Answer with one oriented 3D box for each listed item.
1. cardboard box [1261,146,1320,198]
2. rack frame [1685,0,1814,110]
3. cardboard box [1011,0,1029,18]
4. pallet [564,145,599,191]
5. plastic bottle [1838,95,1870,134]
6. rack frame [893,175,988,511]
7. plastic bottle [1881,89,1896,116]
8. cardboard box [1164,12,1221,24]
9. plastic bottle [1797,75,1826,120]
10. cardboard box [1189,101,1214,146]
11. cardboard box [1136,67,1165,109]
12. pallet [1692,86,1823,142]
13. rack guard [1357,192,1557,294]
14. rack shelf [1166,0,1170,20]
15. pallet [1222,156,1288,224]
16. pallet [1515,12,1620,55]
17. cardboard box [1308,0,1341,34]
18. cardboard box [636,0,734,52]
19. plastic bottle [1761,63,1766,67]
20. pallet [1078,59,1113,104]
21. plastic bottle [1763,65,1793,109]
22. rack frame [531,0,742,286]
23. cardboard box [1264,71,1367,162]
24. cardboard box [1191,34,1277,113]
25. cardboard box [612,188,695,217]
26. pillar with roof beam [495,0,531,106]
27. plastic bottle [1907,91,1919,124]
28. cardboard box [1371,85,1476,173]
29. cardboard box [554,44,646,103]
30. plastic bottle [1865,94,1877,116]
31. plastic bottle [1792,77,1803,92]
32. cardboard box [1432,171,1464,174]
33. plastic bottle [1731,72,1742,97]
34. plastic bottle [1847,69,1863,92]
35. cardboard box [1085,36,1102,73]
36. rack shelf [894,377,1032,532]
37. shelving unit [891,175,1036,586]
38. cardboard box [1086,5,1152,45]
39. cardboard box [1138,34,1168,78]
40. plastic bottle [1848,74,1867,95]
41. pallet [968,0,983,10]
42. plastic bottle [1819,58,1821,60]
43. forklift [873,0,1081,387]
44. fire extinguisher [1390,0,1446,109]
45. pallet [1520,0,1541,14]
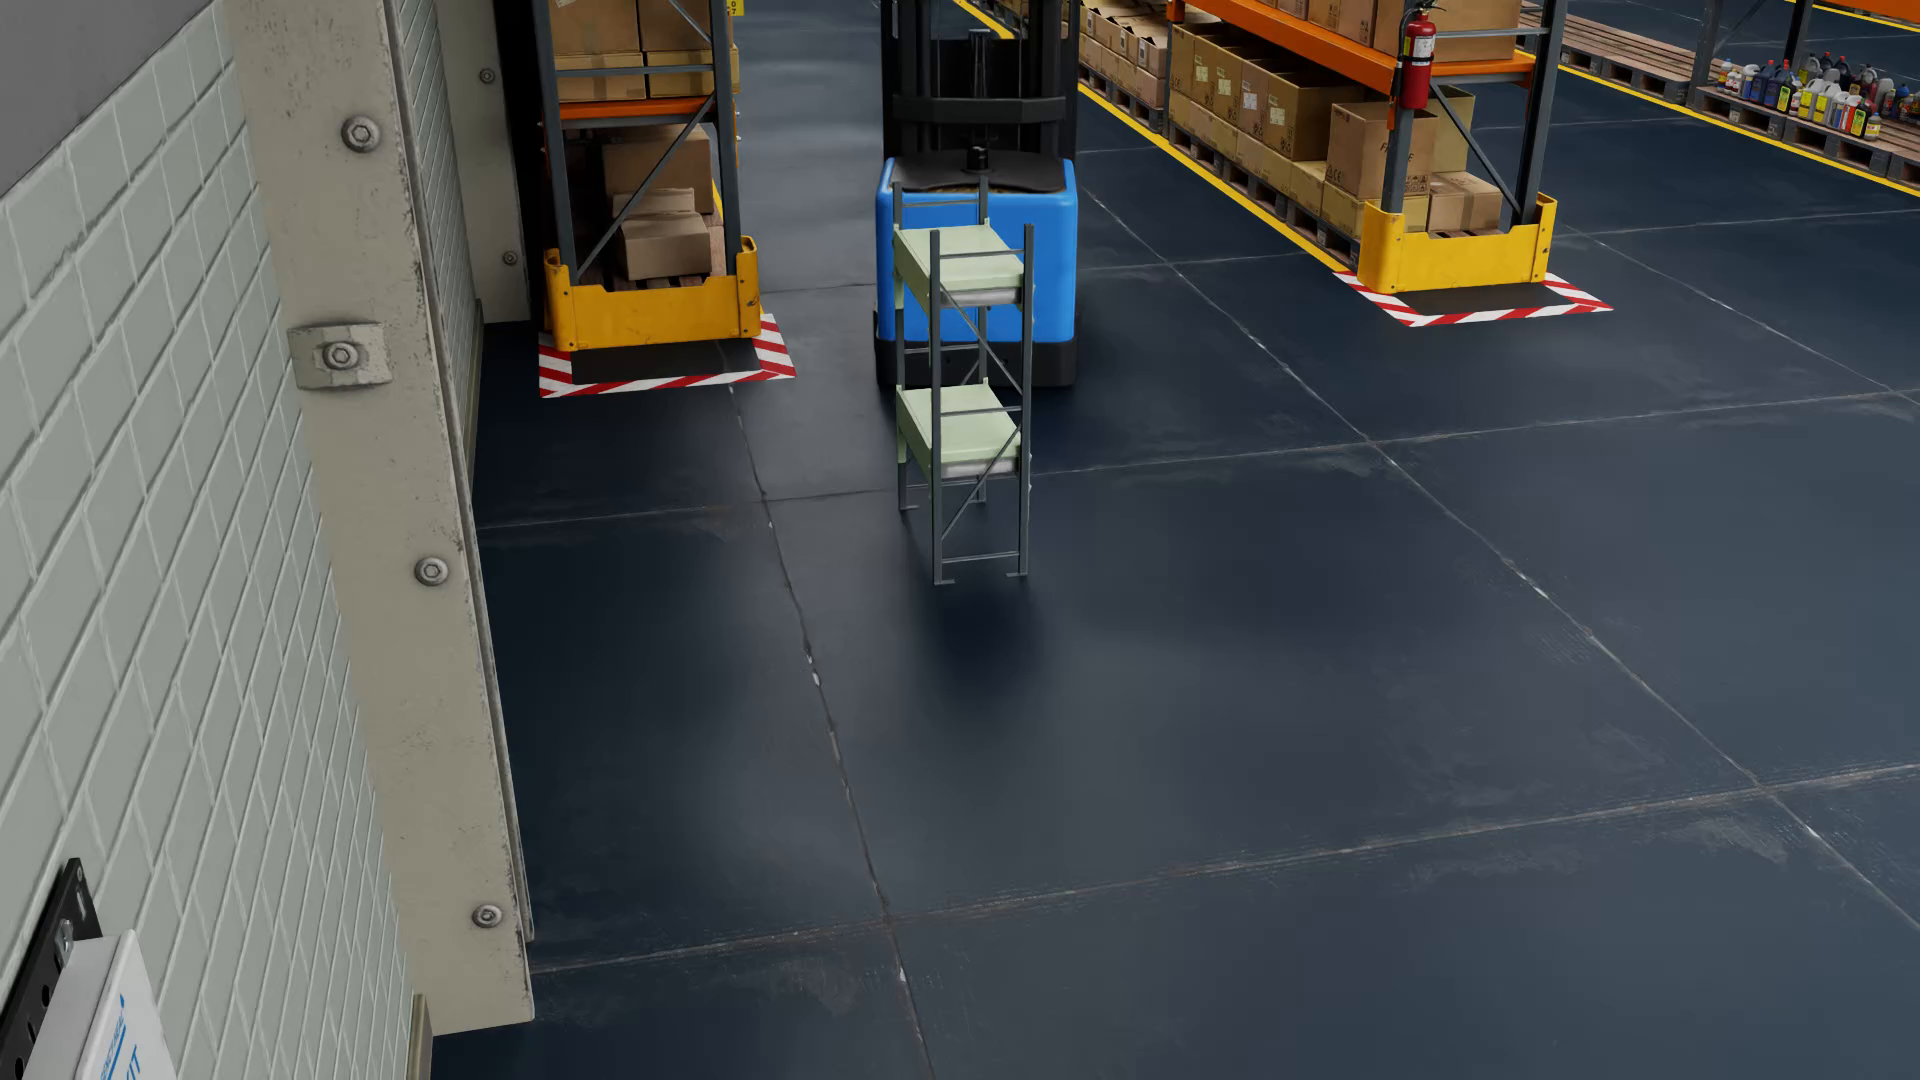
[{"bbox_3d":[2.450,-2.601,11.660,0.500,0.250,0.500,-6,27,-12],"label":"cardboard box"},{"bbox_3d":[7.023,-5.256,14.334,1.000,3.000,0.127,-6,27,-12],"label":"rack frame"},{"bbox_3d":[0.855,-5.978,18.050,0.500,0.500,0.500,-5,27,-10],"label":"cardboard box"},{"bbox_3d":[-2.443,-2.713,12.392,1.003,0.211,1.213,-6,27,-12],"label":"pallet"},{"bbox_3d":[7.053,-3.355,13.103,0.152,0.276,0.135,-6,27,-11],"label":"plastic bottle"},{"bbox_3d":[-0.081,-0.827,7.225,0.400,1.500,0.023,-6,27,-12],"label":"rack frame"},{"bbox_3d":[7.651,-3.602,13.676,0.097,0.201,0.097,0,27,0],"label":"plastic bottle"},{"bbox_3d":[2.120,-4.619,15.035,0.500,0.311,0.500,-7,28,-13],"label":"cardboard box"},{"bbox_3d":[6.939,-3.603,13.512,0.144,0.351,0.185,-6,27,-12],"label":"plastic bottle"},{"bbox_3d":[2.113,-3.260,12.965,0.500,0.250,0.500,-6,27,-12],"label":"cardboard box"},{"bbox_3d":[1.820,-3.867,14.168,0.500,0.250,0.500,-6,27,-12],"label":"cardboard box"},{"bbox_3d":[7.134,-3.712,14.369,1.003,0.211,1.213,-6,27,-12],"label":"pallet"},{"bbox_3d":[3.103,-1.872,10.404,1.175,0.500,0.348,-6,27,-12],"label":"rack guard"},{"bbox_3d":[1.746,-5.311,15.242,1.077,0.370,4.000,-6,27,-12],"label":"rack shelf"},{"bbox_3d":[2.613,-2.619,12.205,1.003,0.211,1.213,-6,27,-12],"label":"pallet"},{"bbox_3d":[6.258,-5.423,17.759,1.003,0.211,1.213,-6,27,-12],"label":"pallet"},{"bbox_3d":[2.776,-3.698,11.136,0.700,0.500,0.500,-6,27,-11],"label":"cardboard box"},{"bbox_3d":[-1.542,-3.010,9.197,0.500,0.500,0.500,-6,27,-12],"label":"cardboard box"},{"bbox_3d":[6.871,-3.927,14.227,0.061,0.283,0.133,-6,27,-12],"label":"plastic bottle"},{"bbox_3d":[1.714,-4.366,15.665,1.003,0.211,1.213,-6,27,-12],"label":"pallet"},{"bbox_3d":[6.843,-3.790,13.882,0.144,0.351,0.185,-7,28,-14],"label":"plastic bottle"},{"bbox_3d":[-1.728,-2.494,8.861,1.000,3.000,0.127,-6,27,-12],"label":"rack frame"},{"bbox_3d":[2.447,-2.936,11.491,0.500,0.500,0.500,-6,27,-12],"label":"cardboard box"},{"bbox_3d":[2.116,-3.595,12.797,0.500,0.500,0.500,-6,27,-12],"label":"cardboard box"},{"bbox_3d":[-1.924,-2.053,10.484,0.500,0.311,0.500,-4,27,-7],"label":"cardboard box"},{"bbox_3d":[0.114,-8.462,14.029,9.100,9.000,0.400,-6,27,-12],"label":"pillar with roof beam"},{"bbox_3d":[7.720,-3.500,13.395,0.097,0.271,0.097,0,27,0],"label":"plastic bottle"},{"bbox_3d":[3.079,-2.770,11.163,0.500,0.500,0.500,-6,27,-12],"label":"cardboard box"},{"bbox_3d":[-2.022,-2.621,9.258,0.500,0.250,0.500,-6,27,-11],"label":"cardboard box"},{"bbox_3d":[7.157,-3.370,13.123,0.061,0.283,0.133,-6,27,-12],"label":"plastic bottle"},{"bbox_3d":[6.913,-3.694,13.779,0.097,0.271,0.097,0,27,0],"label":"plastic bottle"},{"bbox_3d":[3.077,-2.435,11.332,0.500,0.250,0.500,-6,27,-12],"label":"cardboard box"},{"bbox_3d":[6.714,-3.929,14.323,0.097,0.201,0.097,0,27,0],"label":"plastic bottle"},{"bbox_3d":[7.570,-3.834,14.044,0.061,0.283,0.133,-4,27,-8],"label":"plastic bottle"},{"bbox_3d":[1.479,-4.537,15.496,0.500,0.250,0.500,-5,27,-11],"label":"cardboard box"},{"bbox_3d":[0.002,-0.376,7.053,0.431,0.370,0.720,-6,27,-12],"label":"rack shelf"},{"bbox_3d":[0.002,-0.667,6.906,0.431,1.500,0.755,-6,27,-12],"label":"shelving unit"},{"bbox_3d":[1.483,-4.781,15.357,0.500,0.311,0.500,-6,27,-12],"label":"cardboard box"},{"bbox_3d":[1.826,-4.113,14.033,0.500,0.311,0.500,-6,27,-12],"label":"cardboard box"},{"bbox_3d":[7.471,-3.738,13.854,0.061,0.283,0.133,-6,27,-12],"label":"plastic bottle"},{"bbox_3d":[0.614,-6.668,20.227,1.003,0.211,1.213,-6,27,-12],"label":"pallet"},{"bbox_3d":[7.453,-4.062,14.495,0.061,0.283,0.133,-5,27,-9],"label":"plastic bottle"},{"bbox_3d":[0.117,-2.729,9.405,1.130,2.935,3.031,1,27,1],"label":"forklift"},{"bbox_3d":[2.672,-2.865,9.682,0.296,0.674,0.183,-6,27,-12],"label":"fire extinguisher"},{"bbox_3d":[5.903,-6.109,19.118,1.003,0.211,1.213,-6,27,-12],"label":"pallet"}]
